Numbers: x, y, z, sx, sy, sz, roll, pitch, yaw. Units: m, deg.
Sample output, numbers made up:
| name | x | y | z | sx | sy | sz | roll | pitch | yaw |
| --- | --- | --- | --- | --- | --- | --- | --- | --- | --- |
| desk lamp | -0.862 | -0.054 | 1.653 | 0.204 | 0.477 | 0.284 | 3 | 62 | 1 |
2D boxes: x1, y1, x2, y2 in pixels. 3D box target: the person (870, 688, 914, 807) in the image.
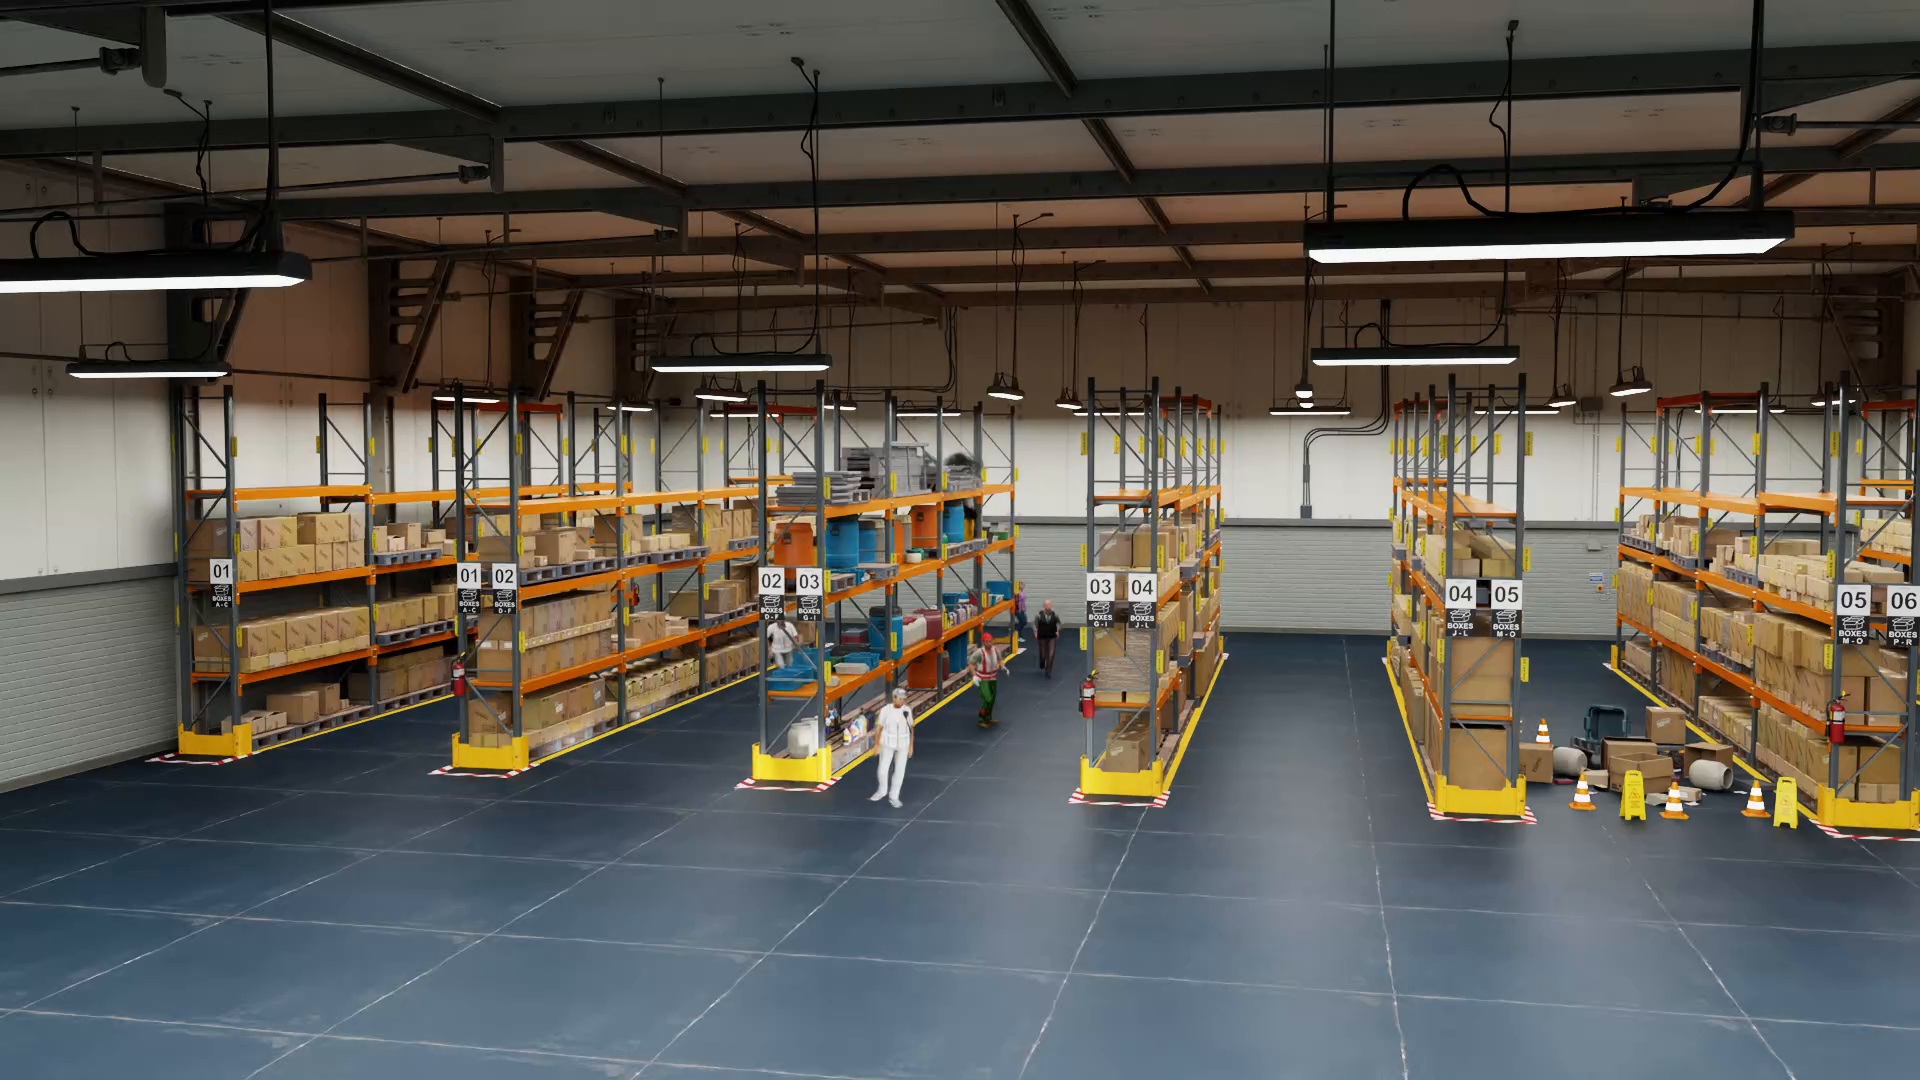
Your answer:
| name | x | y | z | sx | sy | sz | roll | pitch | yaw |
| --- | --- | --- | --- | --- | --- | --- | --- | --- | --- |
| person | -0.939 | 2.884 | 23.104 | 0.603 | 1.671 | 0.445 | -1 | 3 | -15 |

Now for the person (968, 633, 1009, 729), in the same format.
| name | x | y | z | sx | sy | sz | roll | pitch | yaw |
| --- | --- | --- | --- | --- | --- | --- | --- | --- | --- |
| person | 0.523 | 2.500 | 29.700 | 0.695 | 1.718 | 0.781 | -3 | 4 | -40 |

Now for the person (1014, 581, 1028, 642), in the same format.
| name | x | y | z | sx | sy | sz | roll | pitch | yaw |
| --- | --- | --- | --- | --- | --- | --- | --- | --- | --- |
| person | 1.492 | 1.834 | 42.800 | 0.534 | 1.562 | 0.546 | 1 | 3 | 24 |

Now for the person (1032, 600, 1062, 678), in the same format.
| name | x | y | z | sx | sy | sz | roll | pitch | yaw |
| --- | --- | --- | --- | --- | --- | --- | --- | --- | --- |
| person | 1.899 | 2.144 | 36.258 | 0.668 | 1.678 | 0.695 | 0 | 3 | -4 |

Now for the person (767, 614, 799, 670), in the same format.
| name | x | y | z | sx | sy | sz | roll | pitch | yaw |
| --- | --- | --- | --- | --- | --- | --- | --- | --- | --- |
| person | -3.604 | 2.288 | 33.876 | 0.678 | 1.718 | 0.829 | -2 | 4 | -33 |
